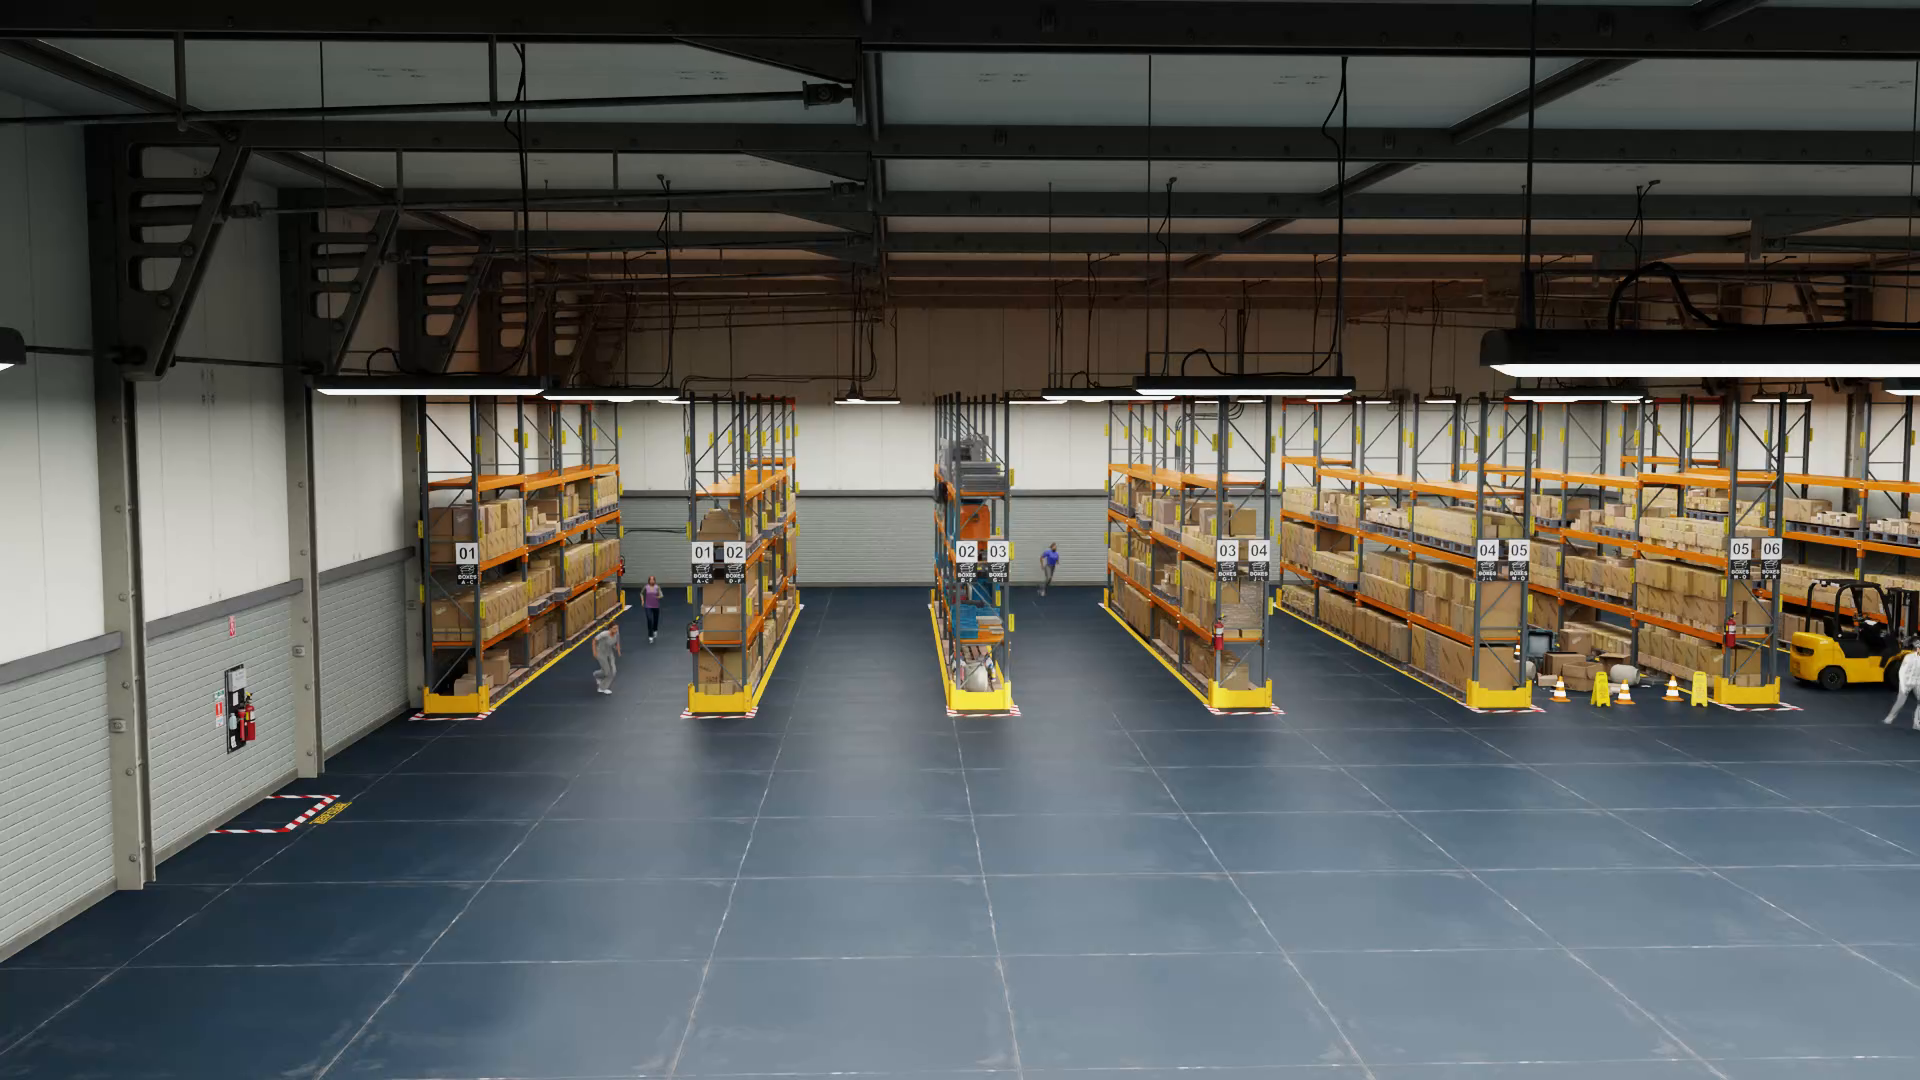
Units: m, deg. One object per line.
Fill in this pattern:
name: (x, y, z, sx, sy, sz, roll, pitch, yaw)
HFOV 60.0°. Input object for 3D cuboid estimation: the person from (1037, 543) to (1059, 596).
person: (2.670, 0.884, 50.220, 0.735, 1.588, 0.734, -3, 6, -35)

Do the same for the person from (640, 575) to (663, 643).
person: (-7.510, 1.656, 40.547, 0.544, 1.593, 0.887, -1, 5, -13)

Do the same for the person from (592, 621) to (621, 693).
person: (-7.100, 2.334, 33.192, 0.582, 1.490, 0.821, -5, 6, -45)

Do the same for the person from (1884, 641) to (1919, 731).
person: (16.953, 2.550, 29.661, 0.655, 1.603, 0.799, -1, 5, -8)

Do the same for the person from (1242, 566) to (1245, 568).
person: (7.043, 1.487, 42.027, 0.685, 1.729, 0.622, 1, 5, 10)
